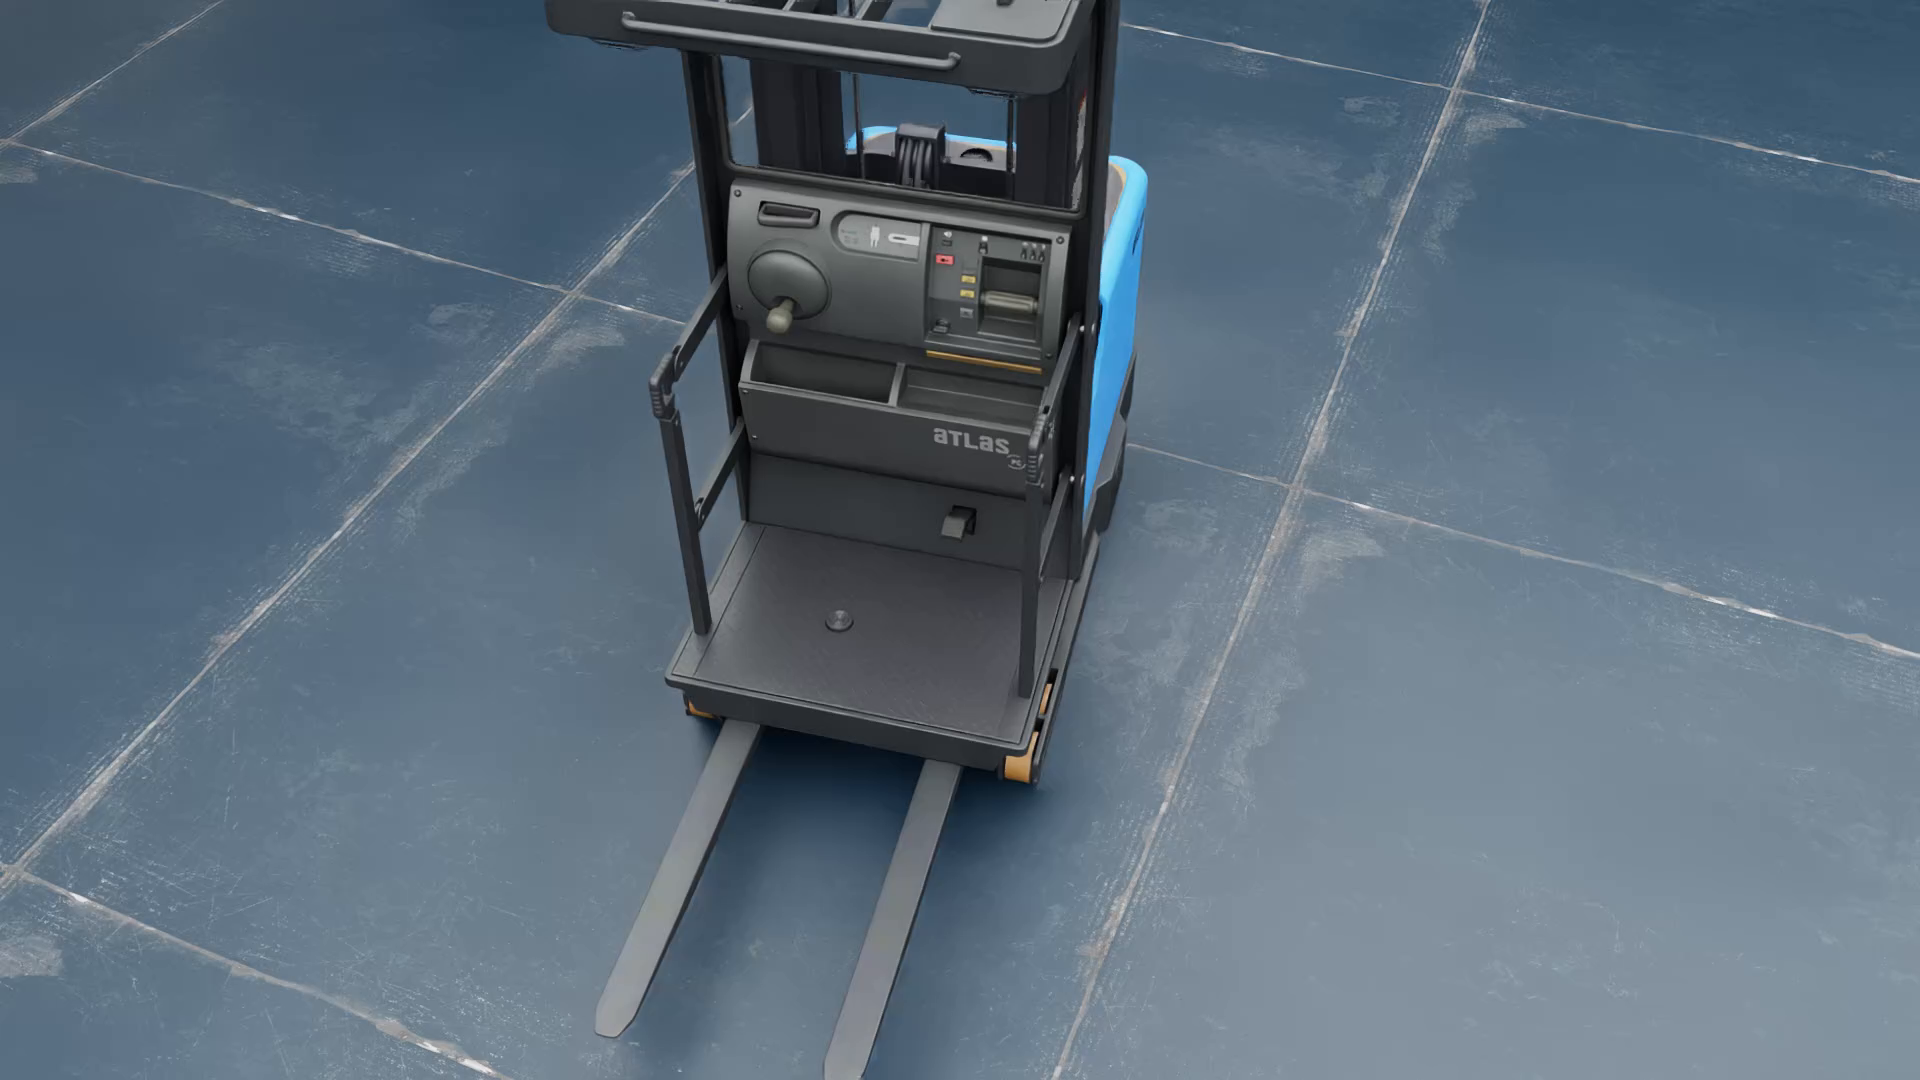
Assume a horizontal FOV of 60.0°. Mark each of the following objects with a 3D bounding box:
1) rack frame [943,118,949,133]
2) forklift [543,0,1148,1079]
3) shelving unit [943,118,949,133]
[{"bbox_3d":[-0.149,-1.168,6.286,0.240,0.900,0.006,-19,48,-18],"label":"rack frame"},{"bbox_3d":[-0.224,-0.616,4.291,1.130,2.935,3.031,10,46,10],"label":"forklift"},{"bbox_3d":[-0.105,-1.104,6.221,0.258,0.900,0.210,-19,48,-18],"label":"shelving unit"}]
